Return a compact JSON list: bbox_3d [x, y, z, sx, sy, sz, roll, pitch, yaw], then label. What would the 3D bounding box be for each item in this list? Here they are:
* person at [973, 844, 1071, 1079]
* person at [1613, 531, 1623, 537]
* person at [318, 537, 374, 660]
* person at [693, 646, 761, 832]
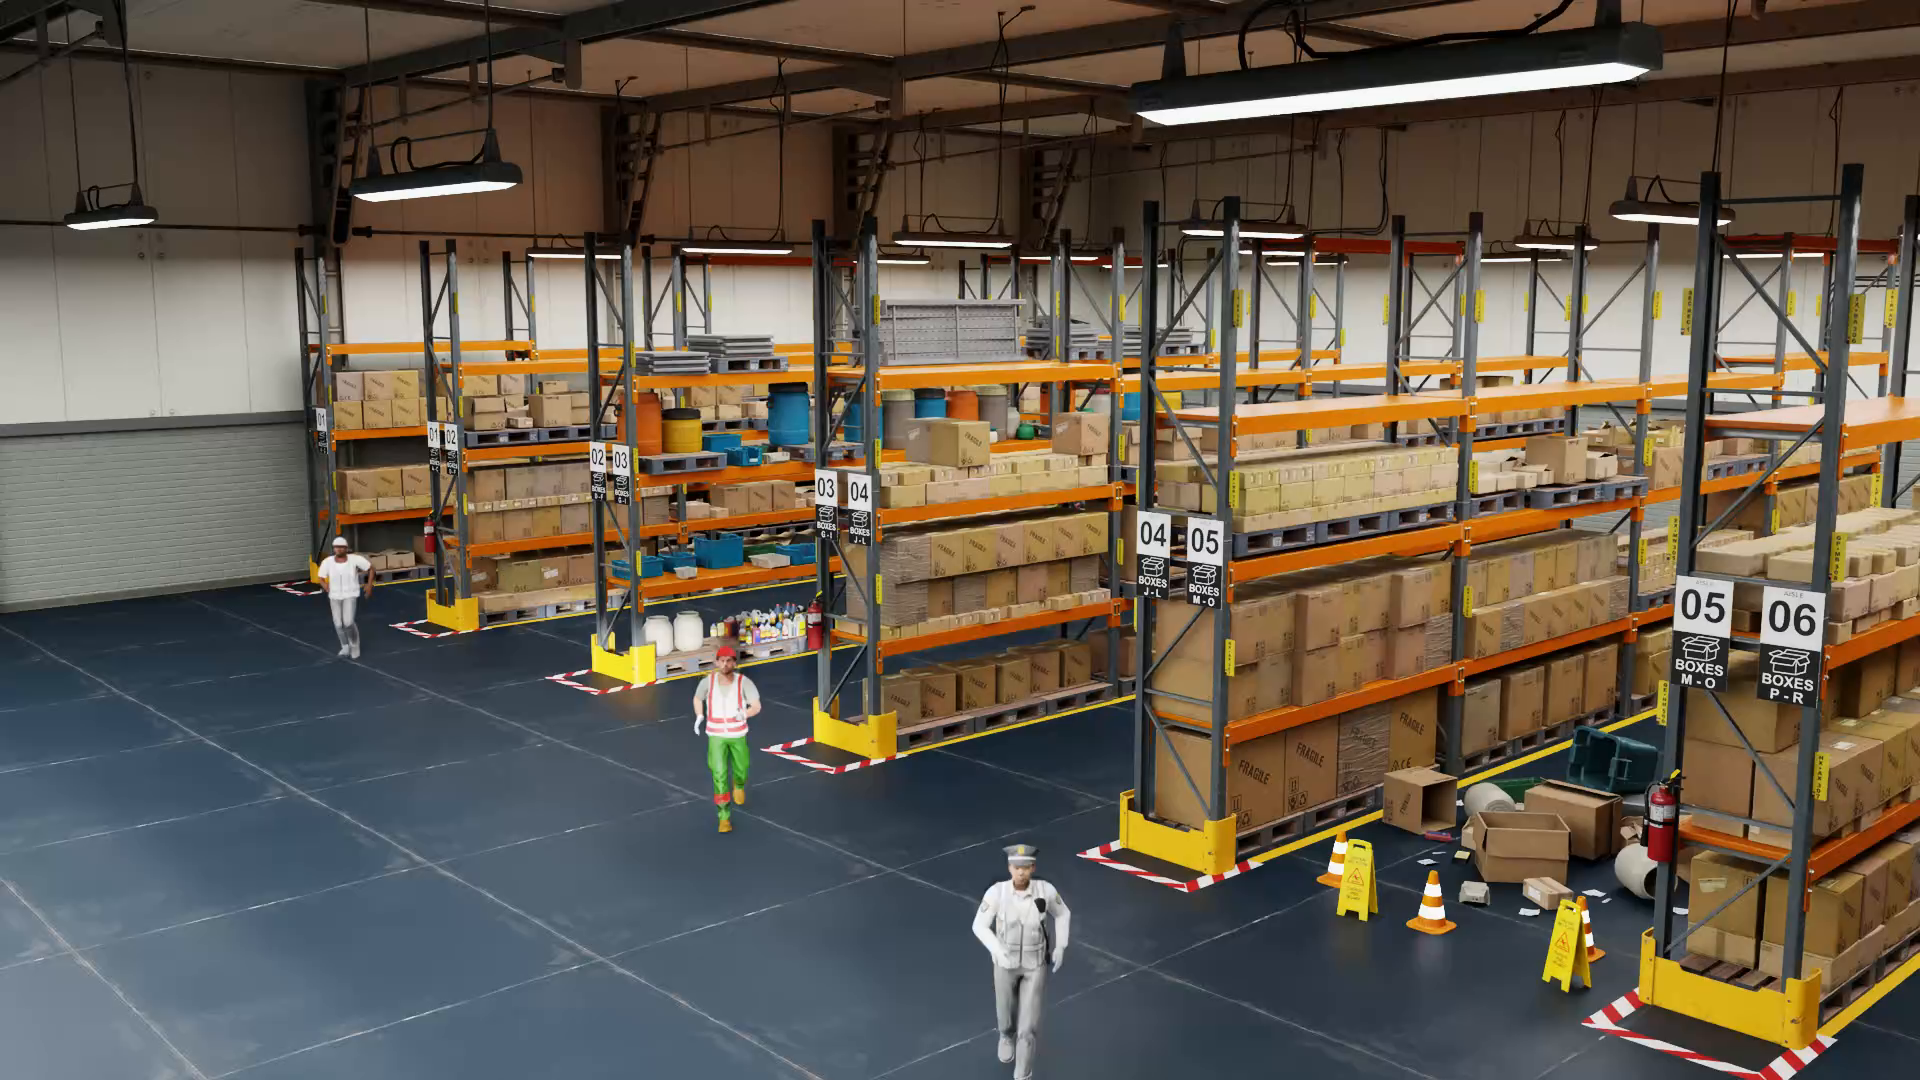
[{"bbox_3d":[0.403,2.770,10.833,0.639,1.698,0.771,0,8,2],"label":"person"},{"bbox_3d":[9.592,0.737,24.416,0.586,1.738,0.721,-7,11,-41],"label":"person"},{"bbox_3d":[-8.774,0.837,23.718,0.727,1.774,0.688,-1,8,-6],"label":"person"},{"bbox_3d":[-2.284,1.911,16.317,0.669,1.765,0.919,-1,8,-5],"label":"person"}]
